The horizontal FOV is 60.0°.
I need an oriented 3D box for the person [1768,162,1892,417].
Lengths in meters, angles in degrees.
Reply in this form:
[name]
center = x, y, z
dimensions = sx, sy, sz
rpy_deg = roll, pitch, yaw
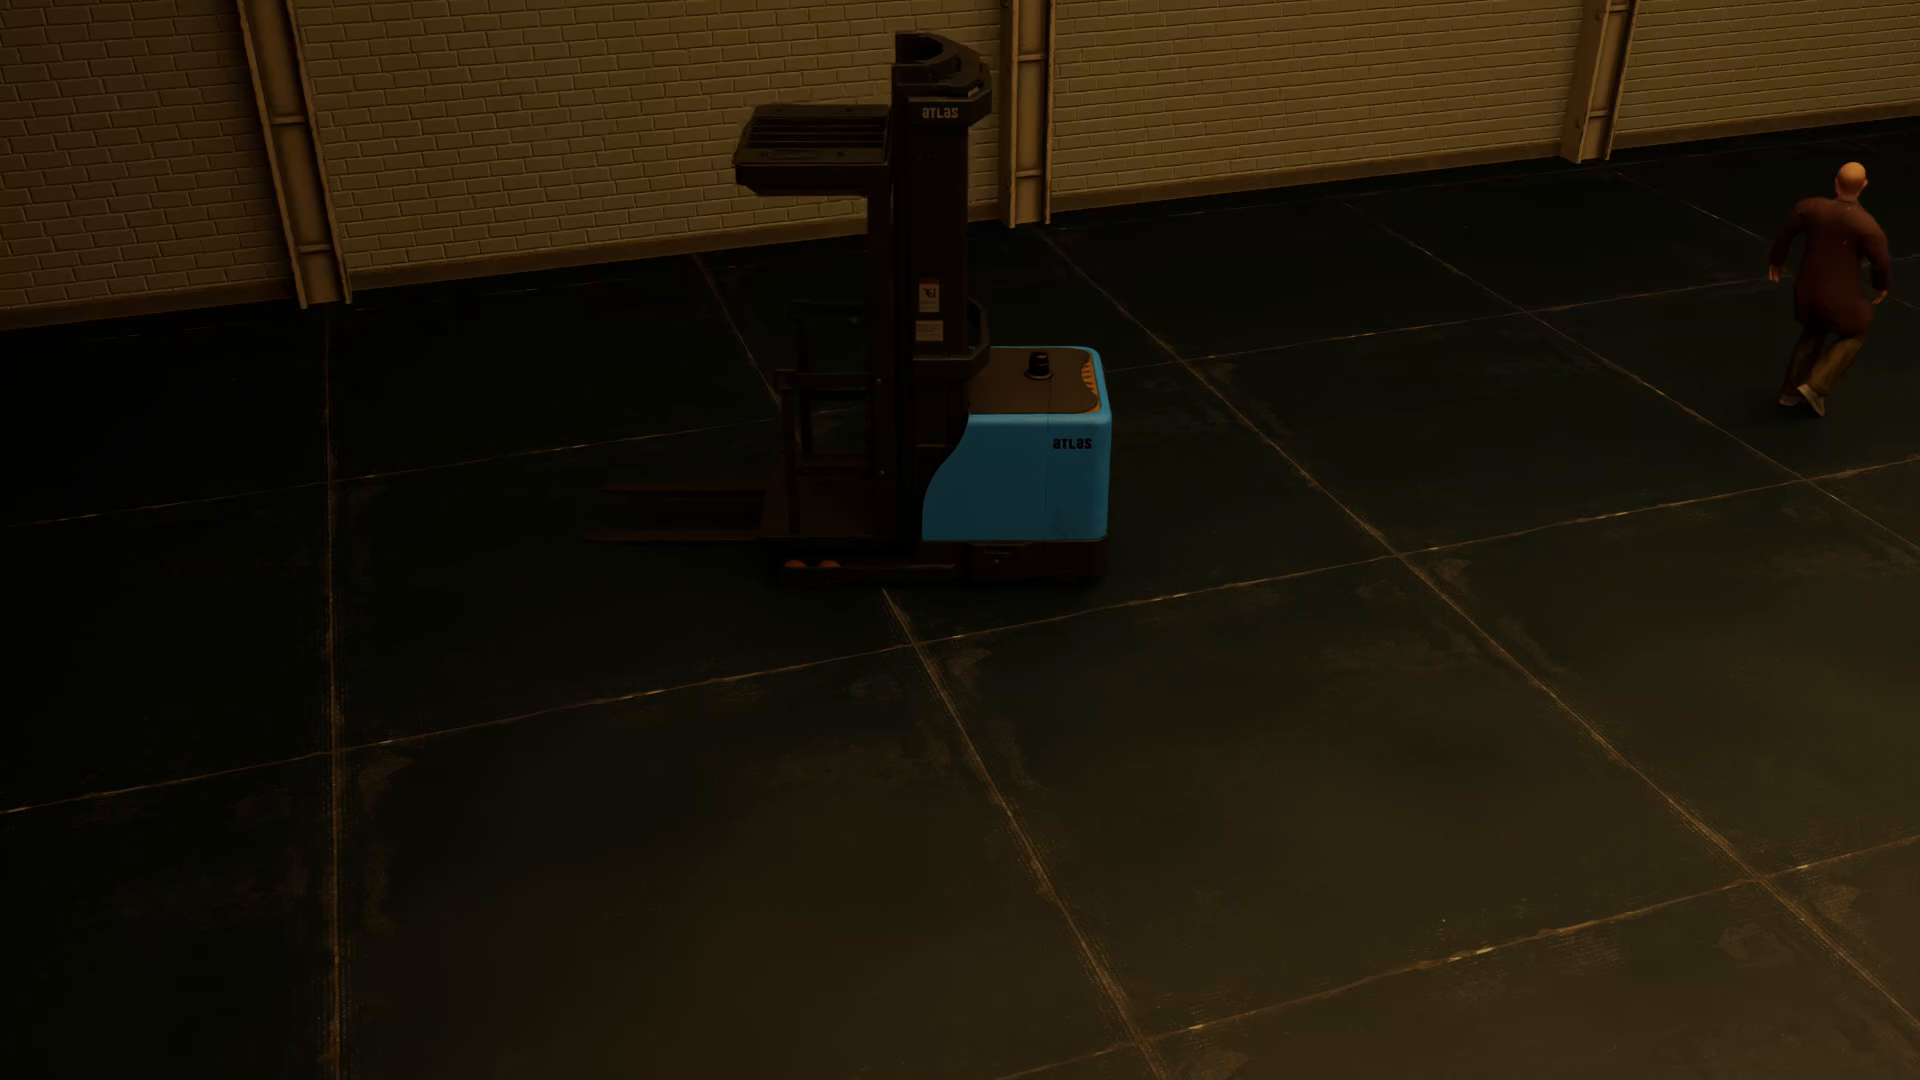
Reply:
[person]
center = 5.857, -1.710, 11.269
dimensions = 0.517, 1.755, 0.831
rpy_deg = -13, 32, -22

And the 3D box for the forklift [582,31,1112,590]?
[forklift]
center = -0.671, -1.251, 9.261
dimensions = 3.031, 2.935, 1.130
rpy_deg = 0, 30, 0
